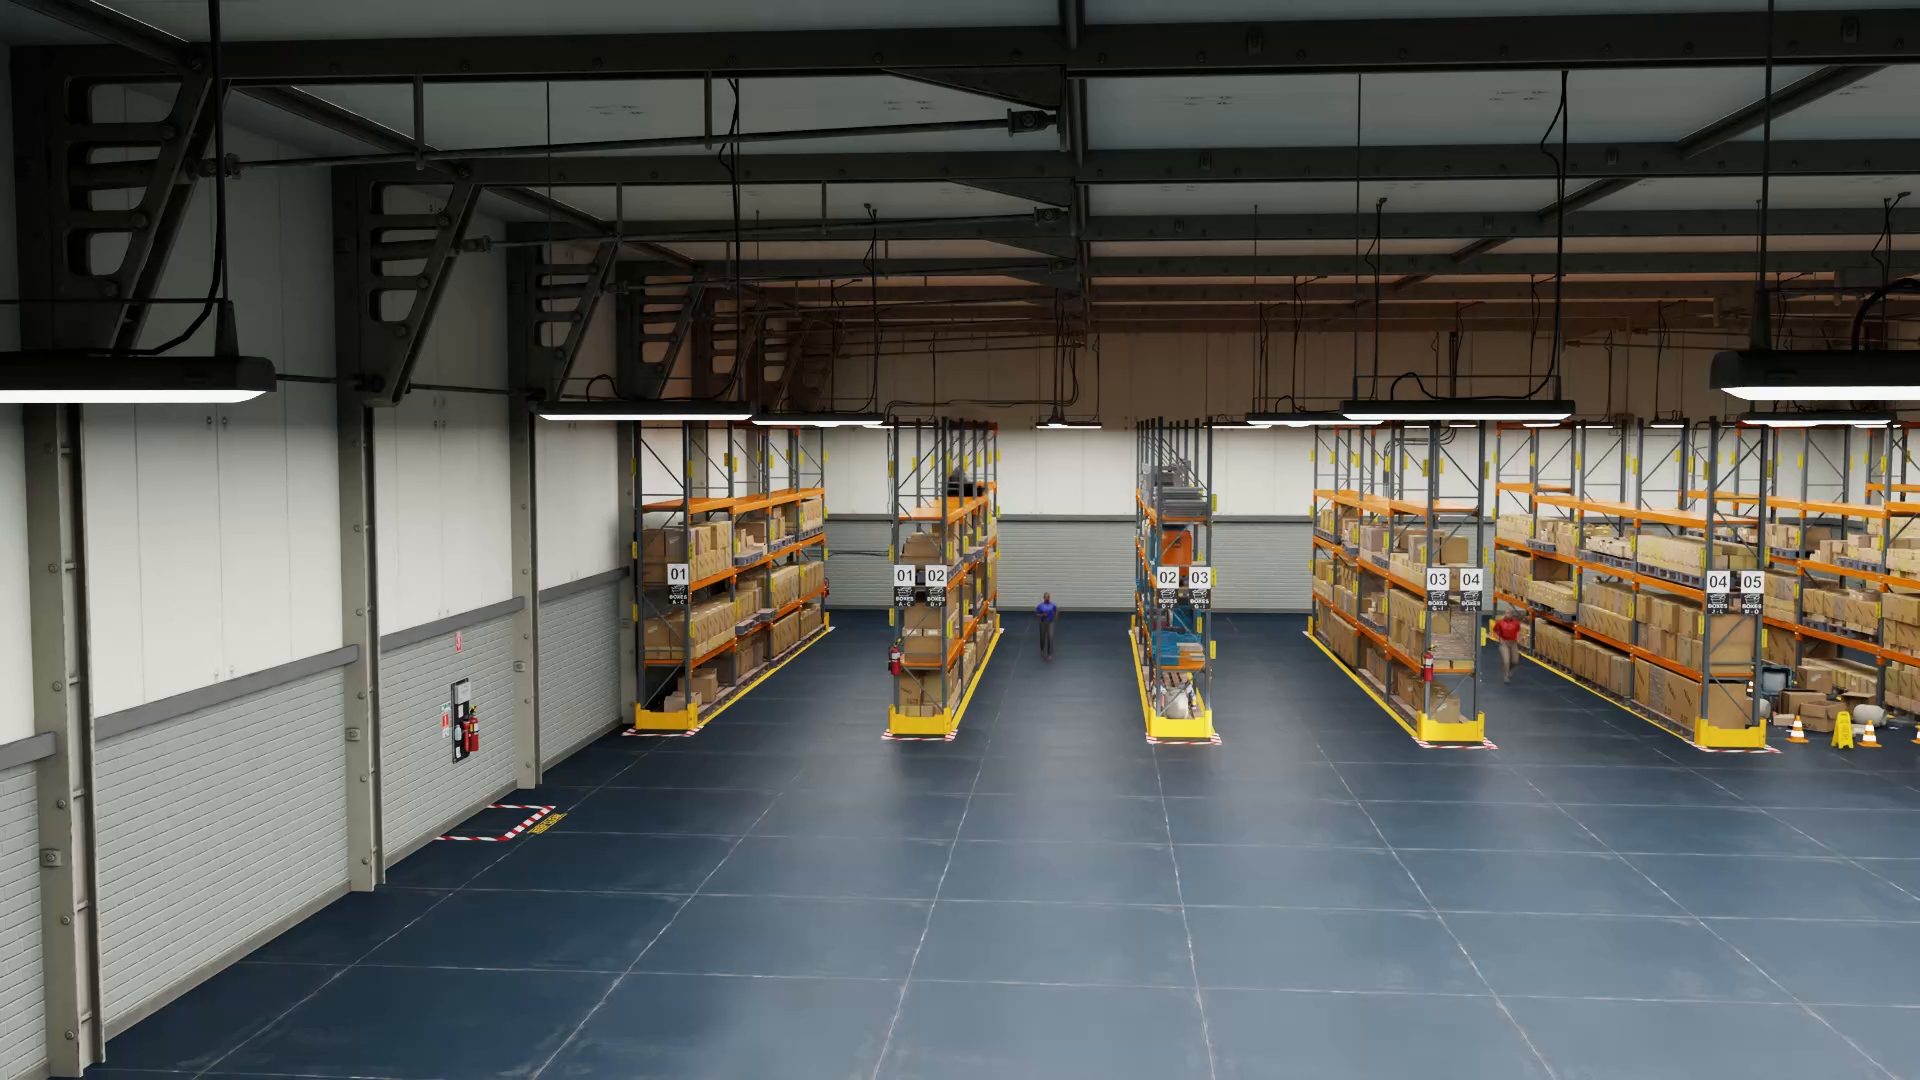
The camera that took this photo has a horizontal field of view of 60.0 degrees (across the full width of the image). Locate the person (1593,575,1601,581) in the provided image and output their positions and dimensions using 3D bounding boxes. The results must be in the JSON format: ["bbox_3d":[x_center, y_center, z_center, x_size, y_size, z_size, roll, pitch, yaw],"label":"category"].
[{"bbox_3d":[18.095,1.827,47.197,0.863,1.665,0.579,0,4,-3],"label":"person"}]

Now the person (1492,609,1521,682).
[{"bbox_3d":[12.504,2.403,37.974,0.660,1.674,0.625,0,4,1],"label":"person"}]

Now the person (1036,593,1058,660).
[{"bbox_3d":[2.188,2.153,41.798,0.575,1.632,0.938,0,4,-1],"label":"person"}]
